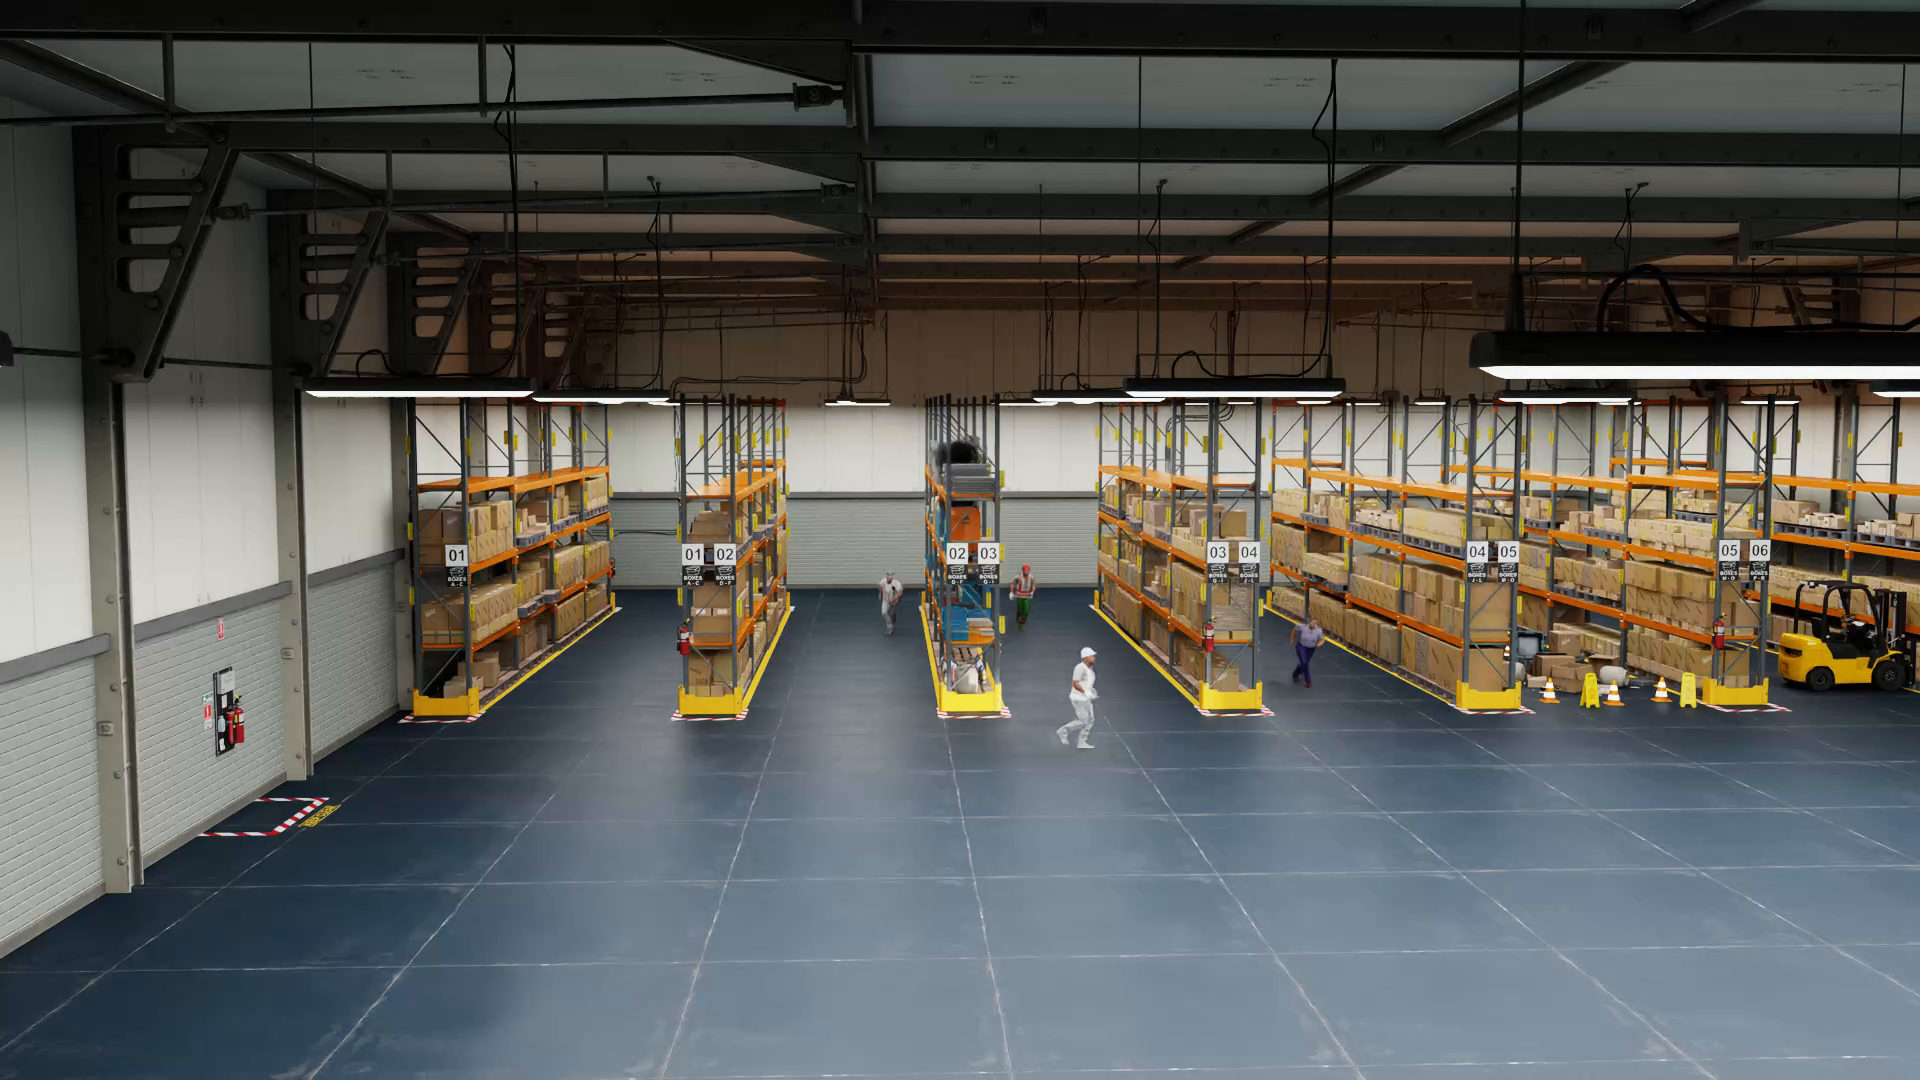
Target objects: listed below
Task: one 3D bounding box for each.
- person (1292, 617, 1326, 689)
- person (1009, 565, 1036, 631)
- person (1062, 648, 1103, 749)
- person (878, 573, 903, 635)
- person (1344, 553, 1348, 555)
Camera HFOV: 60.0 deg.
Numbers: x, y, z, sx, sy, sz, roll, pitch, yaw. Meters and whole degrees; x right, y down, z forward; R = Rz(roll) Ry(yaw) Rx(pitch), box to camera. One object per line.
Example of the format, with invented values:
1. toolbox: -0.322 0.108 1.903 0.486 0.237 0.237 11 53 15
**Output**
1. person: 7.140 2.279 34.233 0.595 1.464 1.028 -1 5 -8
2. person: 1.641 1.479 42.872 0.670 1.718 0.646 -2 5 -20
3. person: 2.045 2.665 27.968 0.632 1.725 0.678 2 5 20
4. person: -1.736 1.587 42.392 0.665 1.604 1.087 1 5 9
5. person: 11.842 1.074 50.090 0.948 1.402 0.609 -3 5 -31
